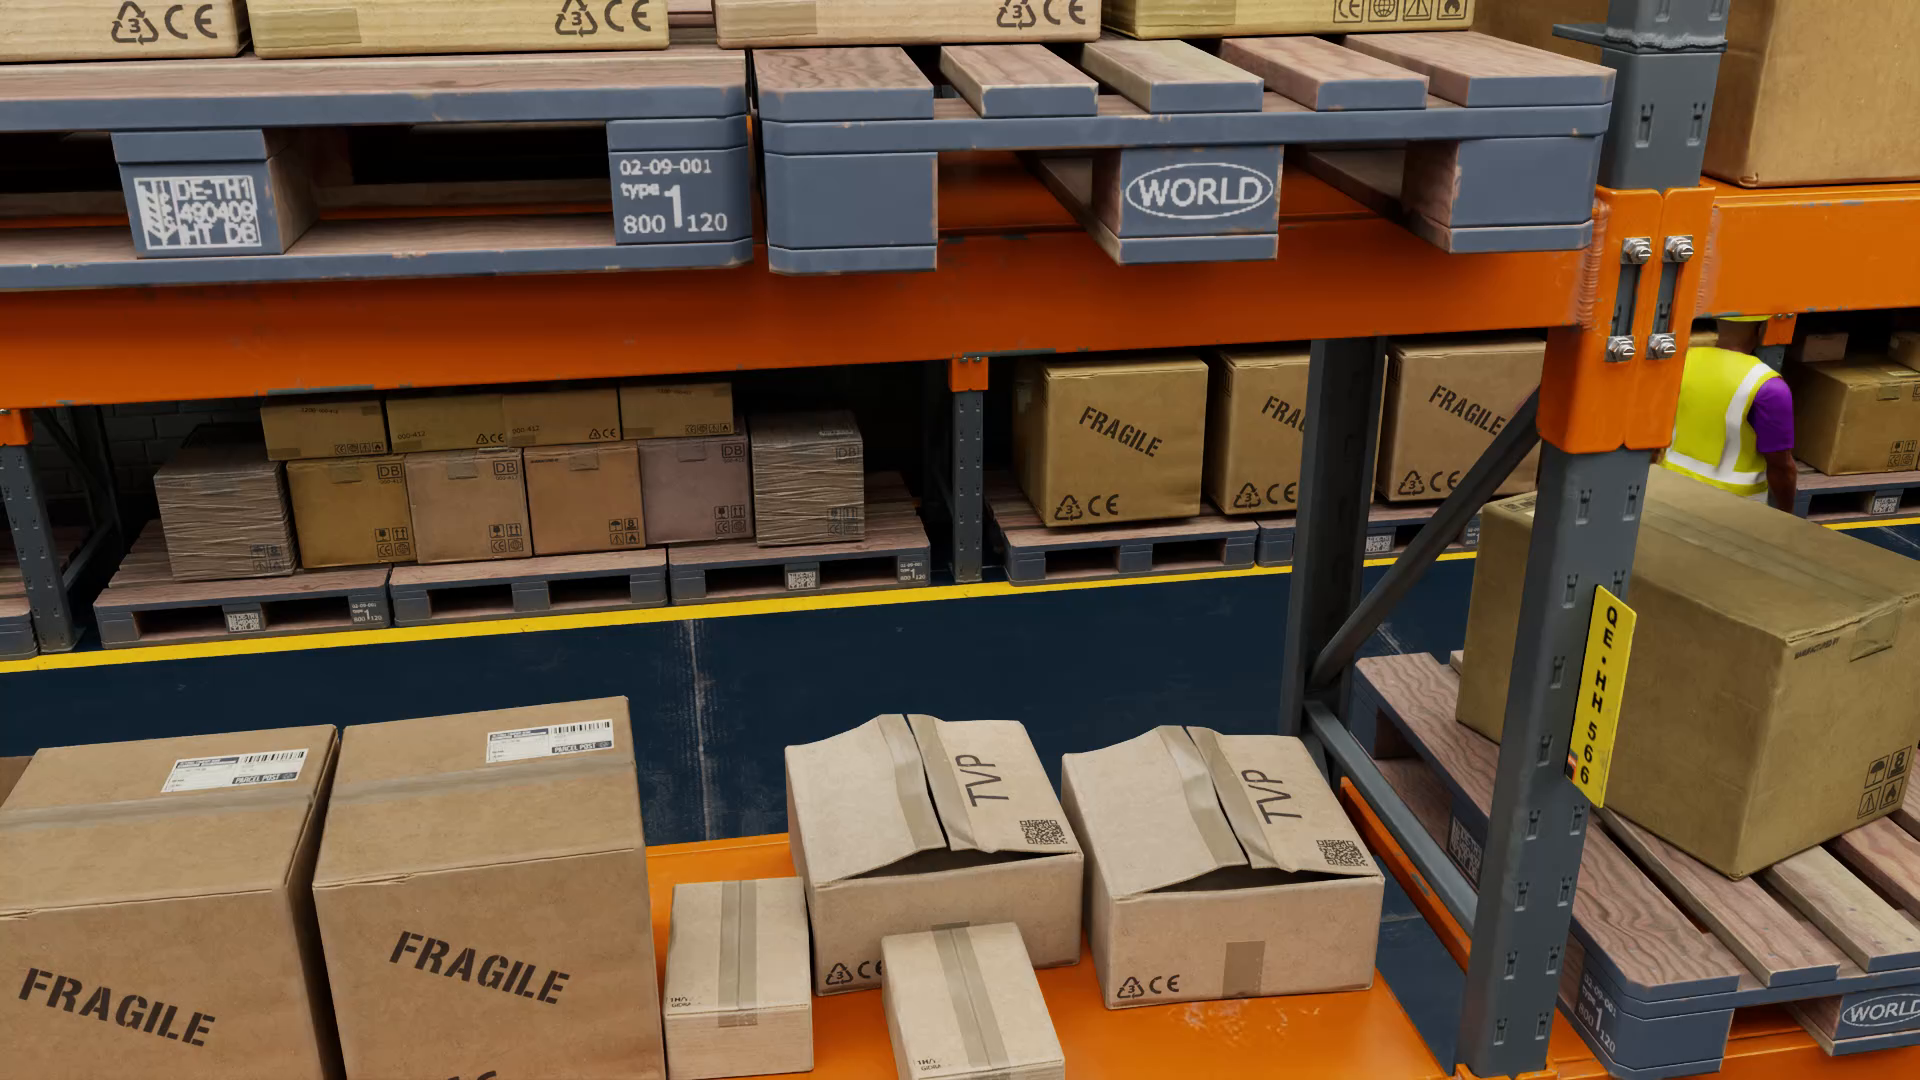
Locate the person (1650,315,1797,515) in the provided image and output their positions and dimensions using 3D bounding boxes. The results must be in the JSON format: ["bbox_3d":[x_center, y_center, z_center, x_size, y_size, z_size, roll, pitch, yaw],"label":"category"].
[{"bbox_3d":[2.915,-0.163,6.457,1.024,1.715,0.573,-10,25,-22],"label":"person"}]
